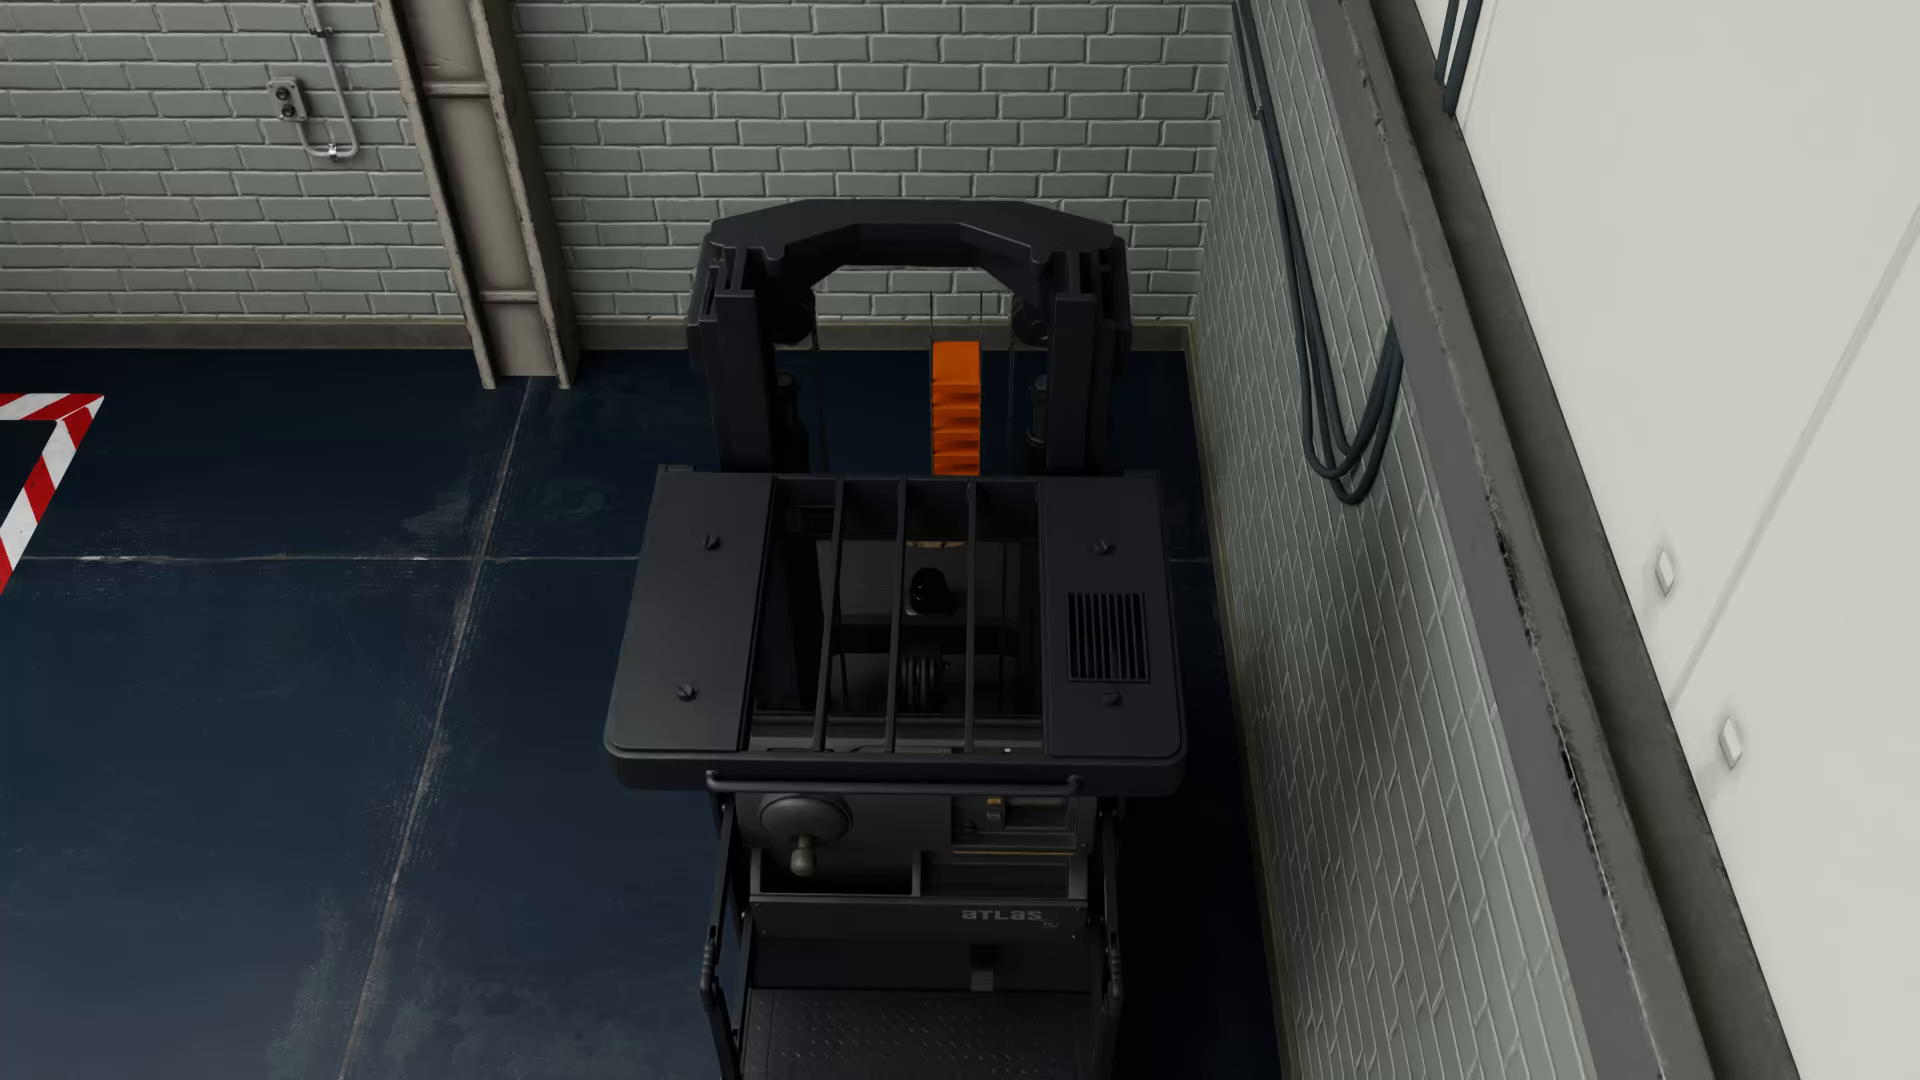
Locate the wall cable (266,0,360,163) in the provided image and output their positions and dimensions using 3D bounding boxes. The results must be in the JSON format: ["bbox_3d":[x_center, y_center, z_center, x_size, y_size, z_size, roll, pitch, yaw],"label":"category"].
[{"bbox_3d":[-3.360,-2.222,6.156,1.851,1.984,0.084,0,47,0],"label":"wall cable"}]

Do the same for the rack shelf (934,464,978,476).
[{"bbox_3d":[-0.014,-0.297,6.512,0.180,0.103,0.258,0,47,0],"label":"rack shelf"}]

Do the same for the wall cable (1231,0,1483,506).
[{"bbox_3d":[1.011,-1.896,4.569,0.112,2.526,3.097,0,47,0],"label":"wall cable"}]

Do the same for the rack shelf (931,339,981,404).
[{"bbox_3d":[-0.014,-0.624,6.161,0.180,0.103,0.258,0,47,0],"label":"rack shelf"}]

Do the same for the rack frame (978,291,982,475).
[{"bbox_3d":[0.077,-0.409,6.391,0.006,1.200,0.240,0,47,0],"label":"rack frame"}]

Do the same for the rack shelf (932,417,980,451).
[{"bbox_3d":[-0.014,-0.460,6.336,0.180,0.103,0.258,0,47,0],"label":"rack shelf"}]

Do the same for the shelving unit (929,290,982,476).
[{"bbox_3d":[-0.014,-0.409,6.392,0.189,1.200,0.258,0,47,0],"label":"shelving unit"}]

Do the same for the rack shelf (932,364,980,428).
[{"bbox_3d":[-0.014,-0.542,6.248,0.180,0.103,0.258,0,47,0],"label":"rack shelf"}]

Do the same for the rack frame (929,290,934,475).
[{"bbox_3d":[-0.106,-0.409,6.392,0.006,1.200,0.240,0,47,0],"label":"rack frame"}]

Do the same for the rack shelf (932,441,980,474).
[{"bbox_3d":[-0.014,-0.379,6.424,0.180,0.103,0.258,0,47,0],"label":"rack shelf"}]

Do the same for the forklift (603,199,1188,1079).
[{"bbox_3d":[-0.114,0.766,4.115,1.130,2.935,3.031,1,47,1],"label":"forklift"}]

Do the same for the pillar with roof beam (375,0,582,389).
[{"bbox_3d":[-1.957,-0.706,1.340,0.400,9.000,9.100,0,47,0],"label":"pillar with roof beam"}]
